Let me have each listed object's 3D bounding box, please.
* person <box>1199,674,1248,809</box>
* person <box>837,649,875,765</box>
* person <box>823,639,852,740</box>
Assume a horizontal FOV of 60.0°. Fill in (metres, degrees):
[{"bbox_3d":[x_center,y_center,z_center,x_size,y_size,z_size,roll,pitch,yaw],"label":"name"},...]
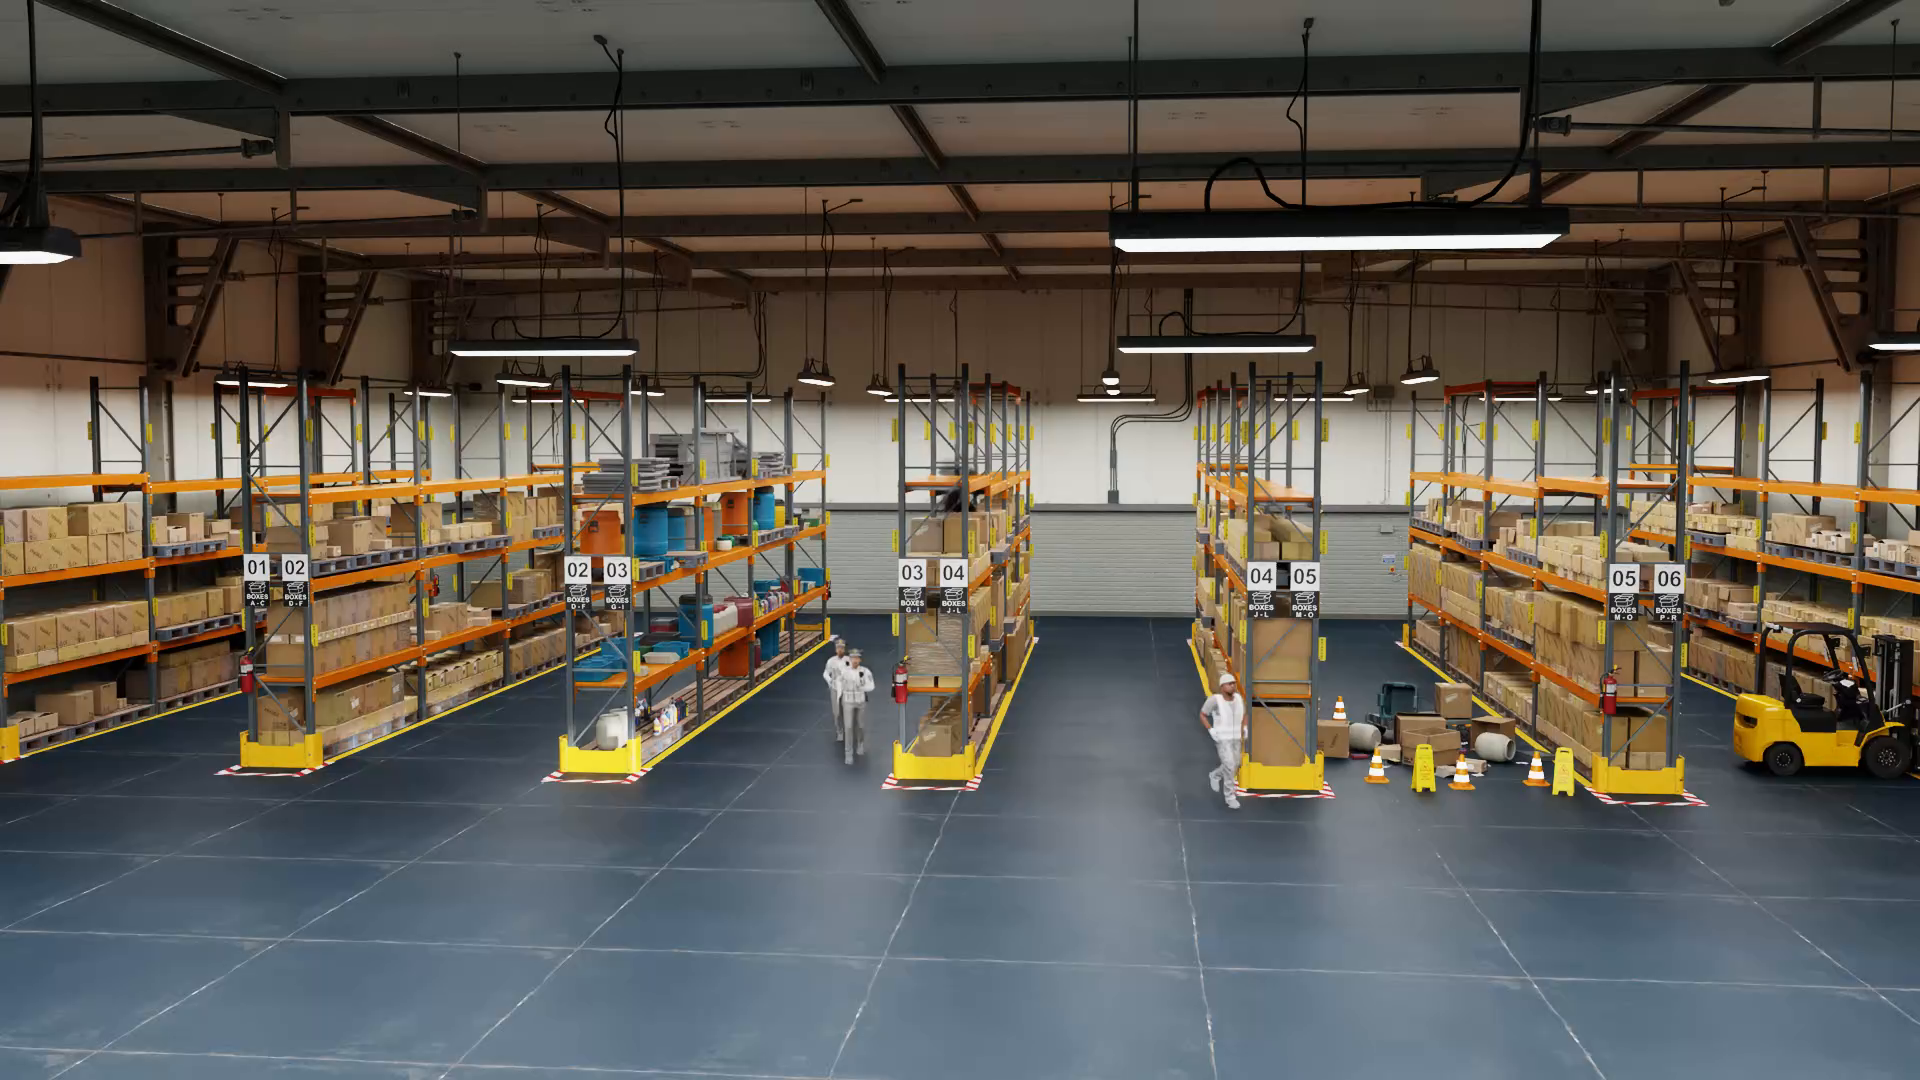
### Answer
[{"bbox_3d":[3.588,2.690,22.492,0.693,1.773,0.766,-2,4,-27],"label":"person"},{"bbox_3d":[-1.600,2.501,25.400,0.598,1.706,0.880,0,4,-1],"label":"person"},{"bbox_3d":[-1.933,2.437,27.060,0.609,1.651,0.560,0,4,2],"label":"person"}]
